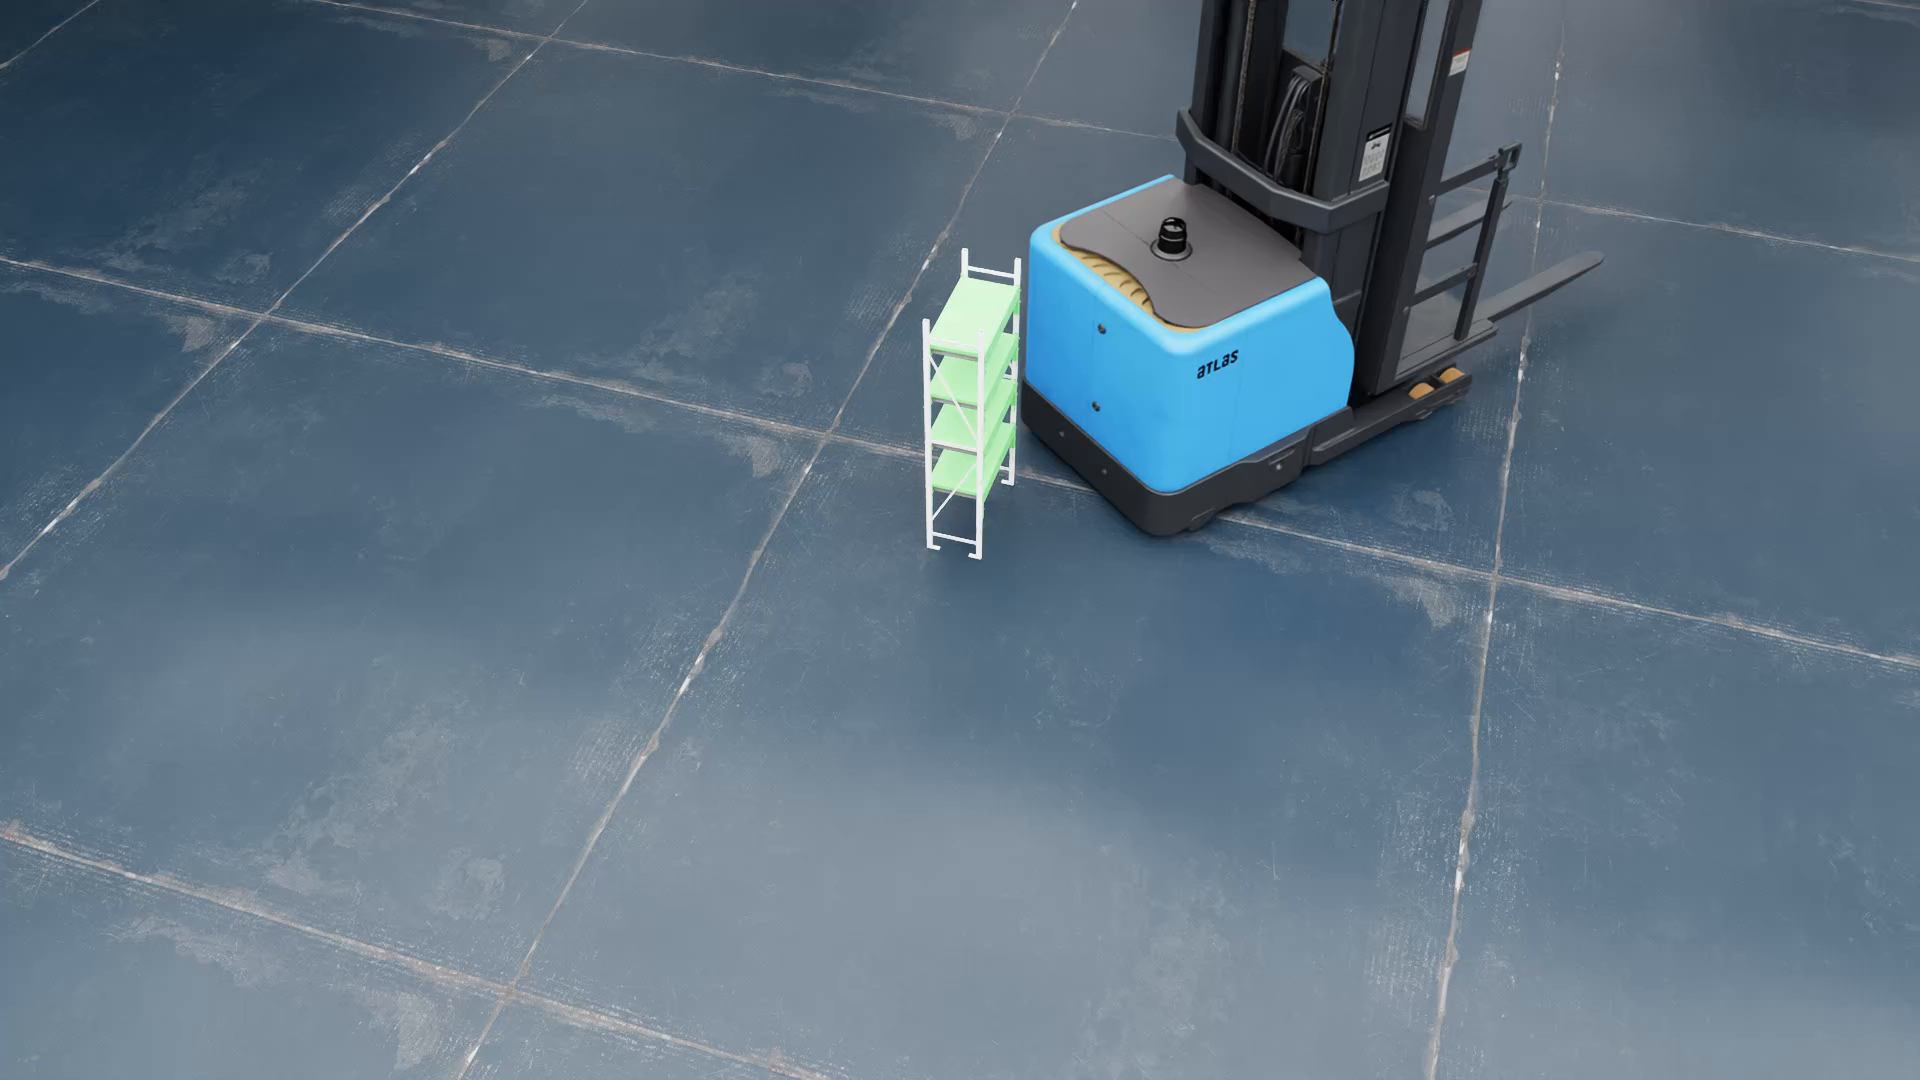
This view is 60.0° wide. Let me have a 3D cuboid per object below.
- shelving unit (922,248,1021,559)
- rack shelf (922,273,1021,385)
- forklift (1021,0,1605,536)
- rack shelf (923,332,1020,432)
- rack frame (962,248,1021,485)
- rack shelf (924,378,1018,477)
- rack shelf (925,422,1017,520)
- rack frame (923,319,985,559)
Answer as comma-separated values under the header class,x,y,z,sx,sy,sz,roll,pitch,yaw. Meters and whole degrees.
class,x,y,z,sx,sy,sz,roll,pitch,yaw
shelving unit,0.050,-0.539,6.842,0.258,1.200,0.503,13,46,12
rack shelf,0.050,-0.837,6.551,0.258,0.148,0.480,13,46,12
forklift,1.779,-1.888,6.983,3.031,2.935,1.130,-26,50,-24
rack shelf,0.050,-0.665,6.719,0.258,0.148,0.480,13,46,12
rack frame,0.124,-0.702,7.008,0.240,1.200,0.015,13,46,12
rack shelf,0.050,-0.494,6.887,0.258,0.148,0.480,13,46,12
rack shelf,0.050,-0.322,7.055,0.258,0.148,0.480,13,46,12
rack frame,-0.024,-0.377,6.676,0.240,1.200,0.015,13,46,12
